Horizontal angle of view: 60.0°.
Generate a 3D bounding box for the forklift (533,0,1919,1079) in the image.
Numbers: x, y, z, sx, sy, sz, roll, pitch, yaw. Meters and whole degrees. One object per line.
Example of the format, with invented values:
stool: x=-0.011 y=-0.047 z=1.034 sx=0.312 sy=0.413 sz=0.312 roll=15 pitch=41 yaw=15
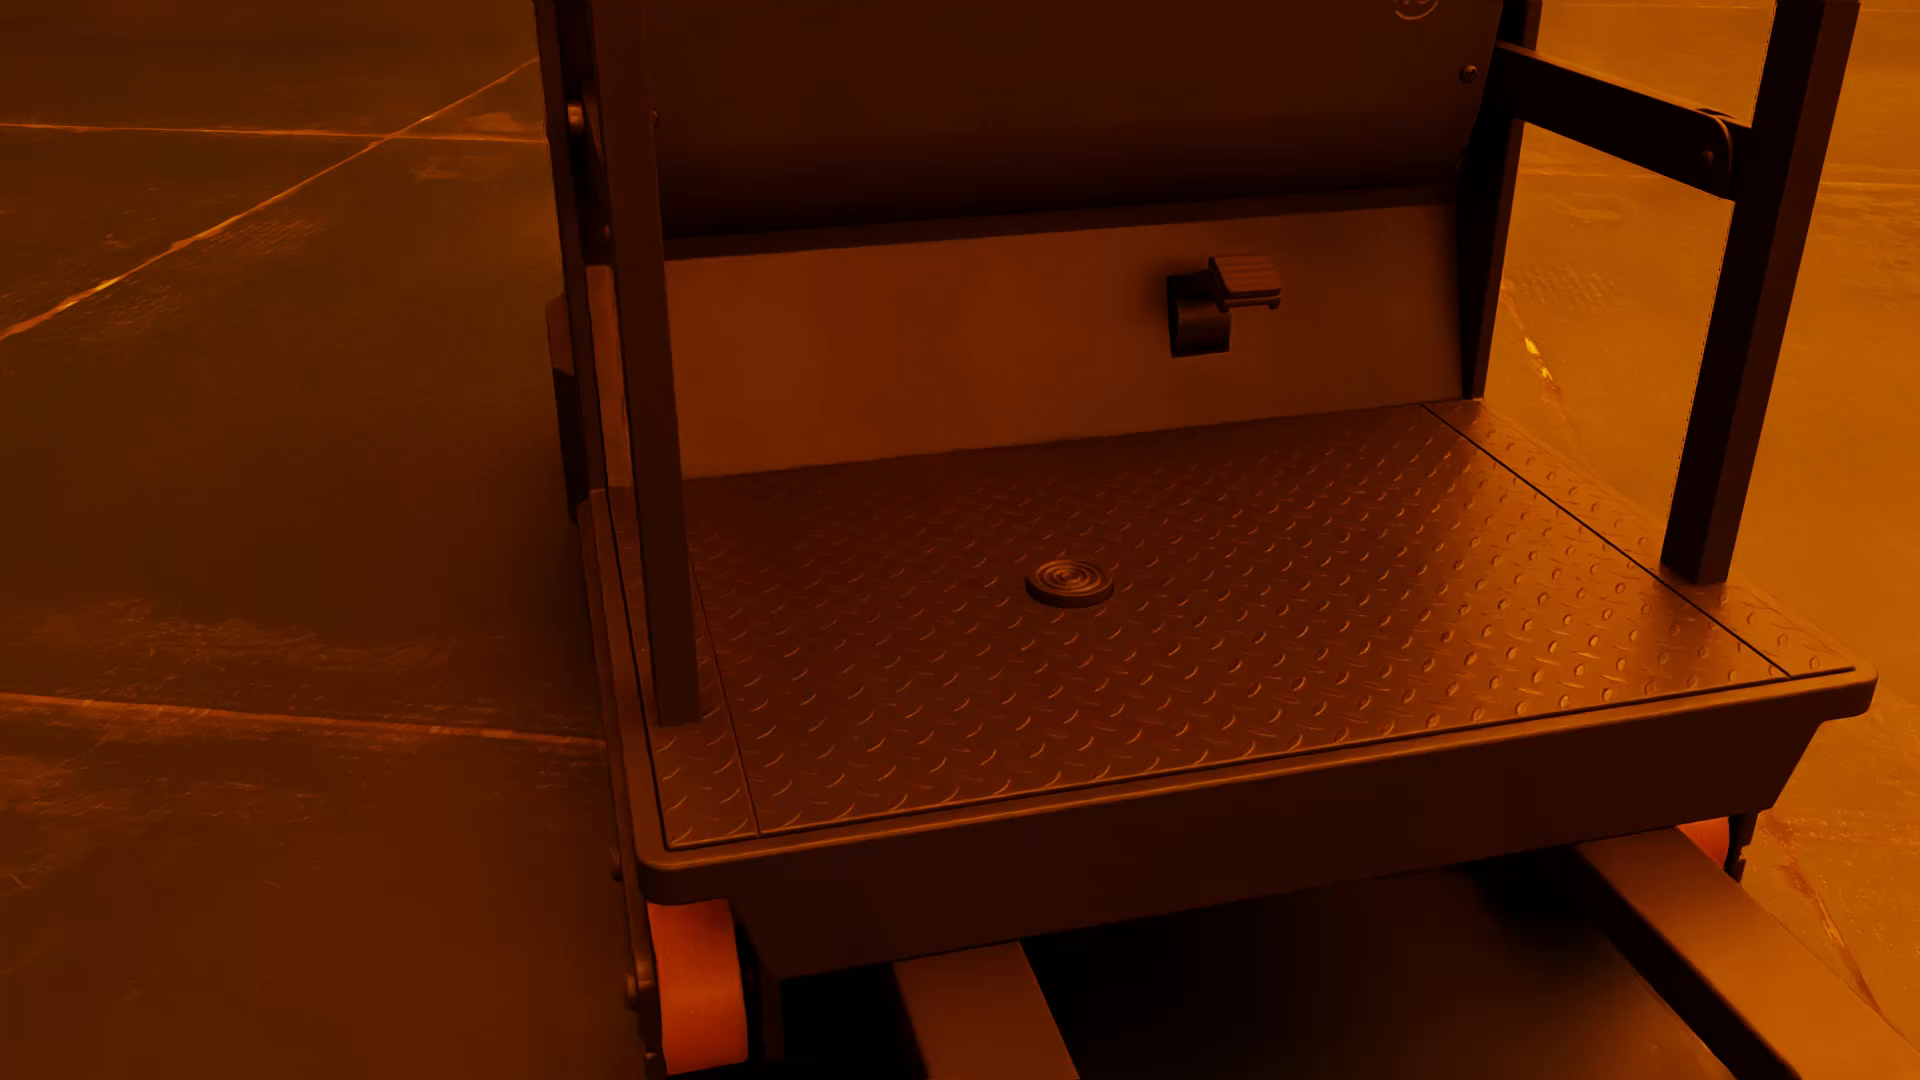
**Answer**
forklift: x=0.172 y=-1.016 z=1.254 sx=1.130 sy=2.935 sz=3.031 roll=-7 pitch=27 yaw=-13
